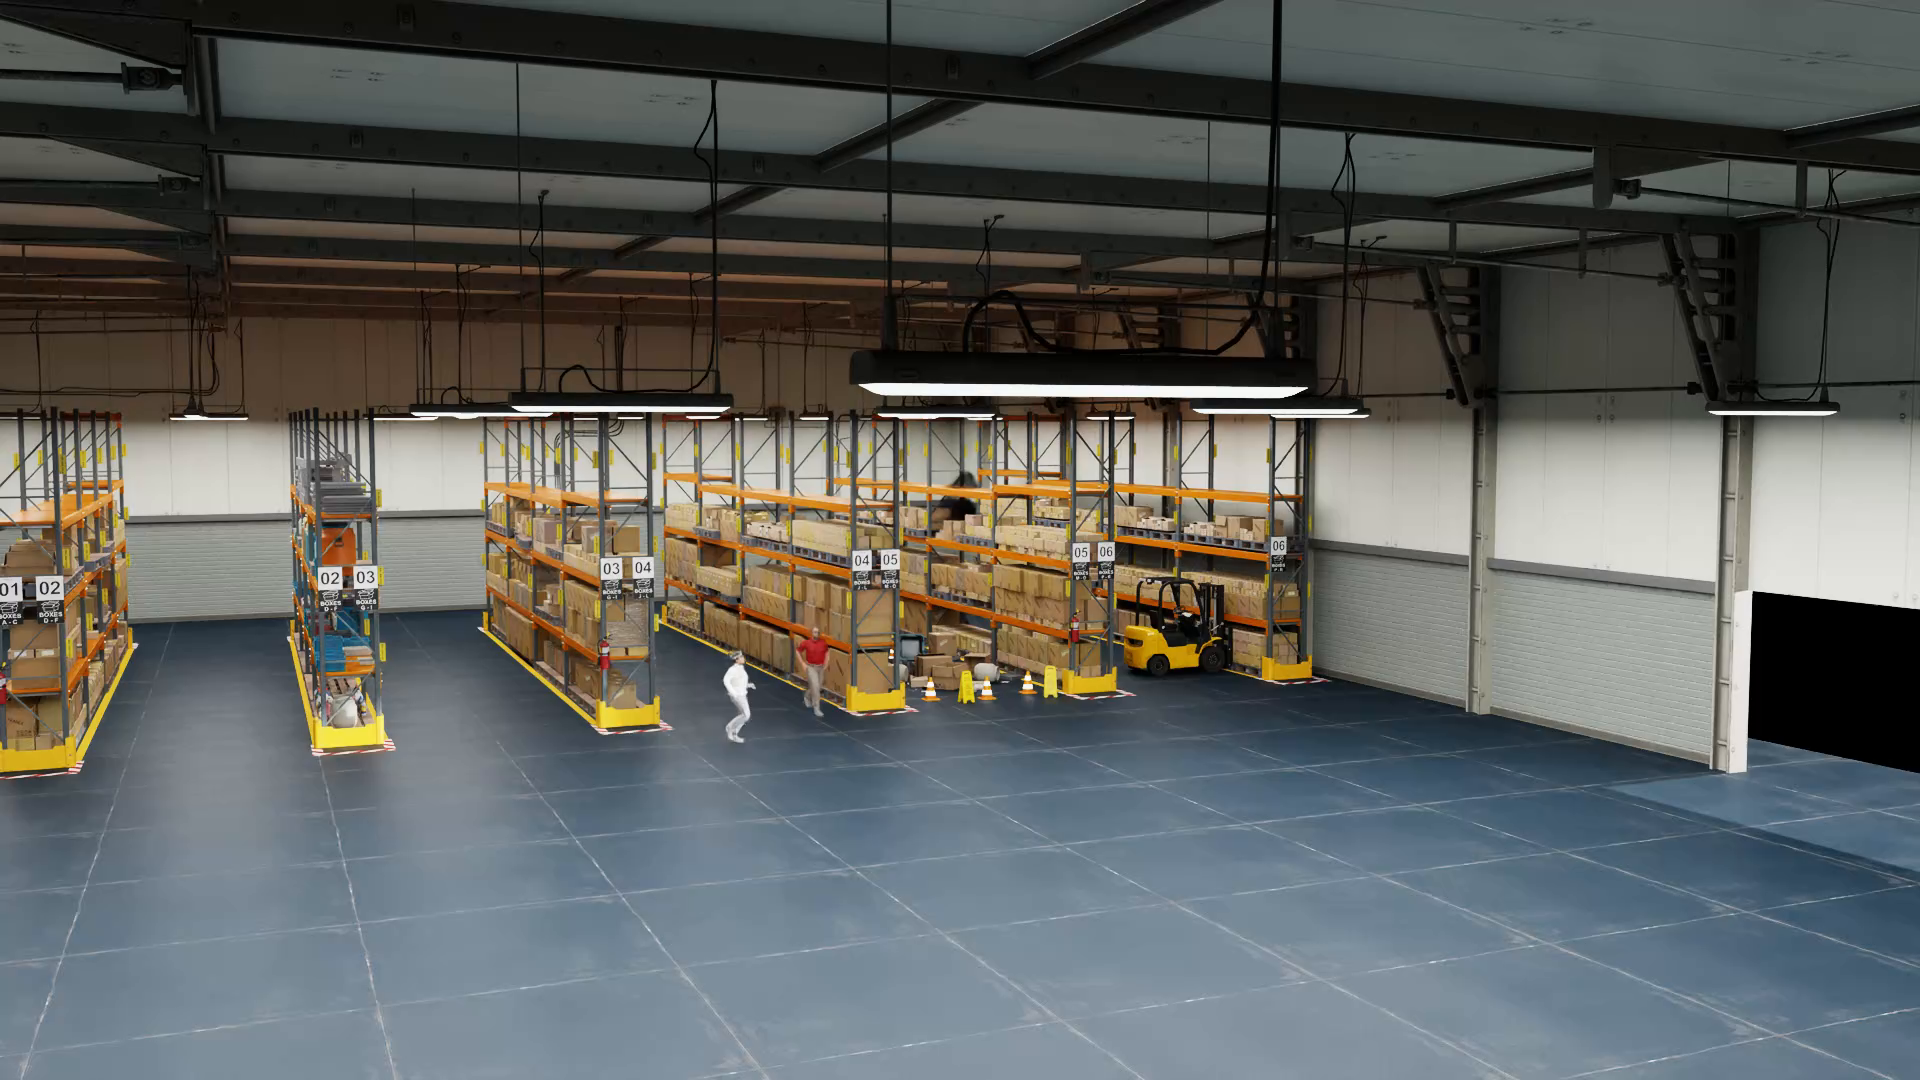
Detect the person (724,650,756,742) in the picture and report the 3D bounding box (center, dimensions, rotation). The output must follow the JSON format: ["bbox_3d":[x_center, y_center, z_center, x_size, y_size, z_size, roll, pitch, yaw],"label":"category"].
[{"bbox_3d":[-3.940,2.794,29.825,0.514,1.663,0.668,1,4,10],"label":"person"}]

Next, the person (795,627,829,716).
[{"bbox_3d":[-2.885,2.580,32.893,0.684,1.743,0.876,-3,5,-36],"label":"person"}]

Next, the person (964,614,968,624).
[{"bbox_3d":[-0.111,1.664,46.189,0.621,1.619,0.895,-2,4,-26],"label":"person"}]
